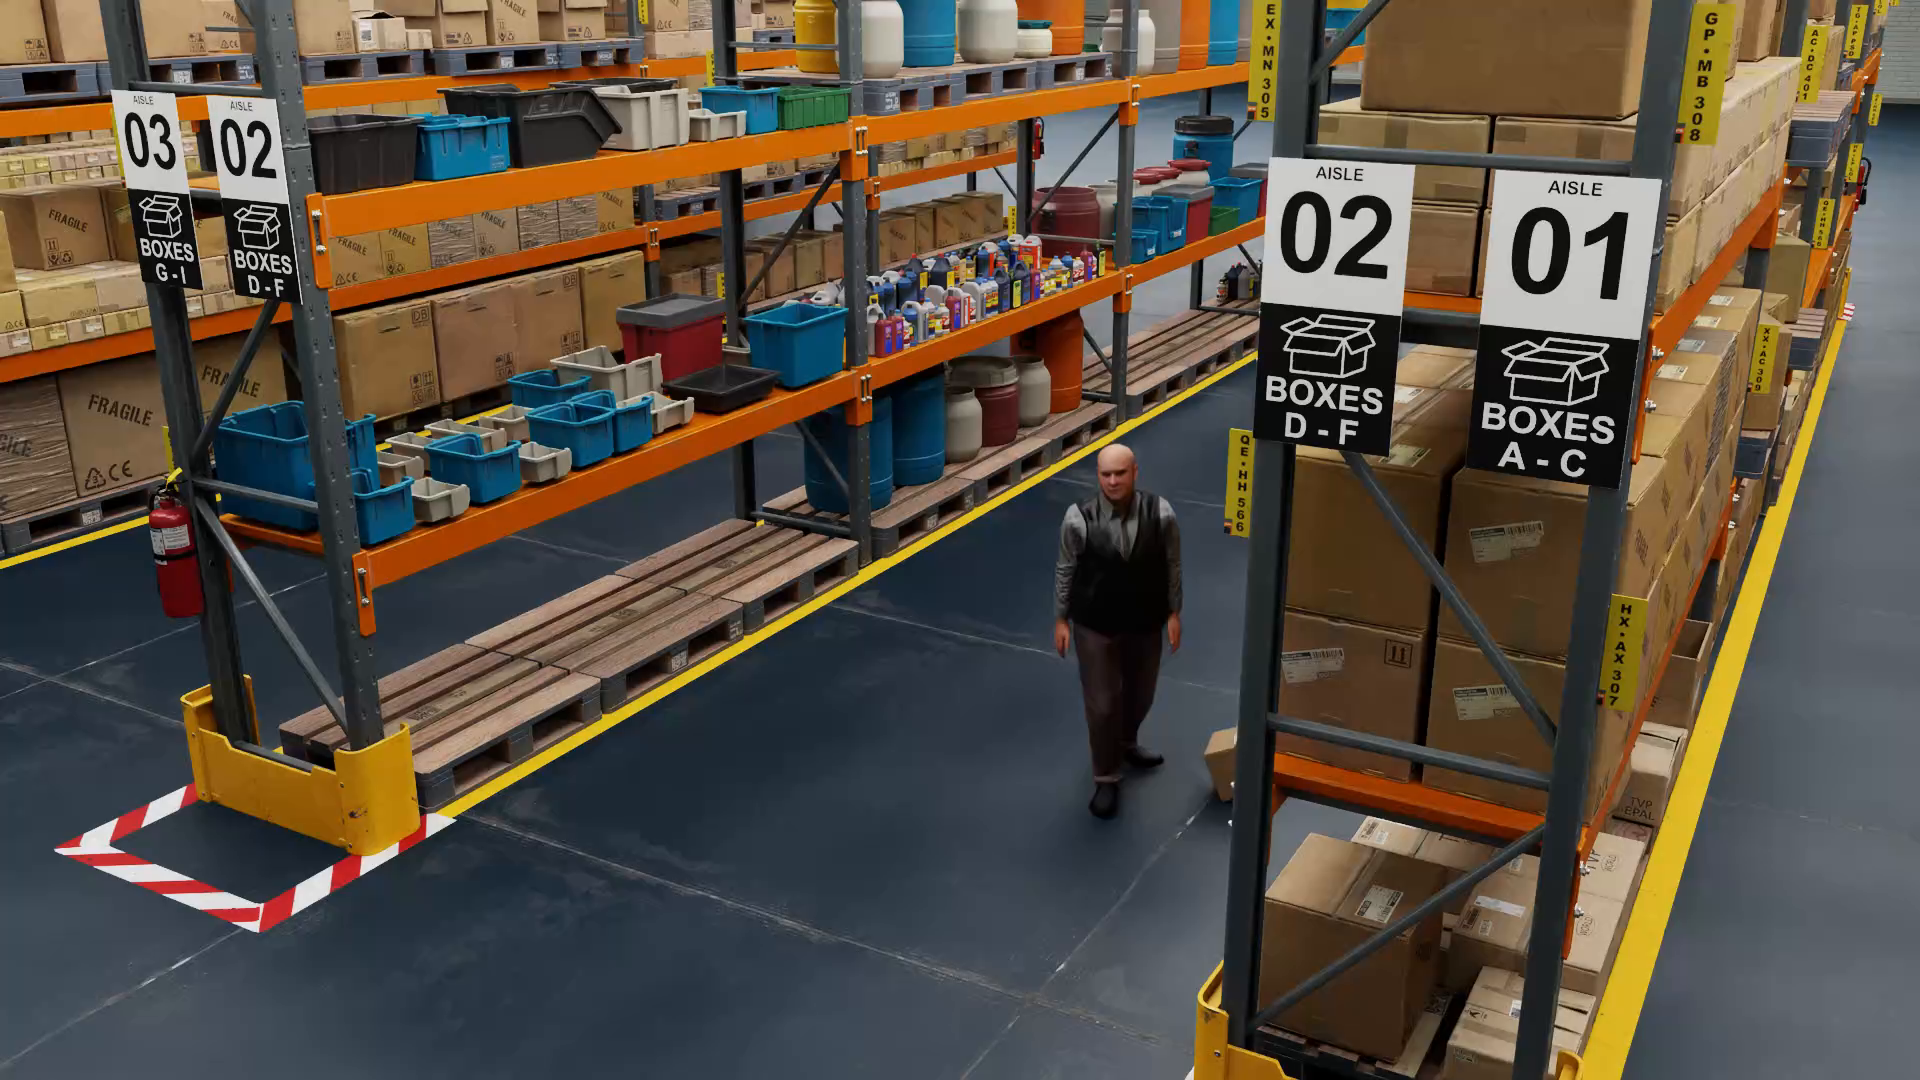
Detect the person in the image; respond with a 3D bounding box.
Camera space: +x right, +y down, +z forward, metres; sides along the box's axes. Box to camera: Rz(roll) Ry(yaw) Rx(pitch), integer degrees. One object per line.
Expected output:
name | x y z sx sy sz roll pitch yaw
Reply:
person | 0.711 0.363 7.580 0.584 1.710 0.590 -3 19 -8
